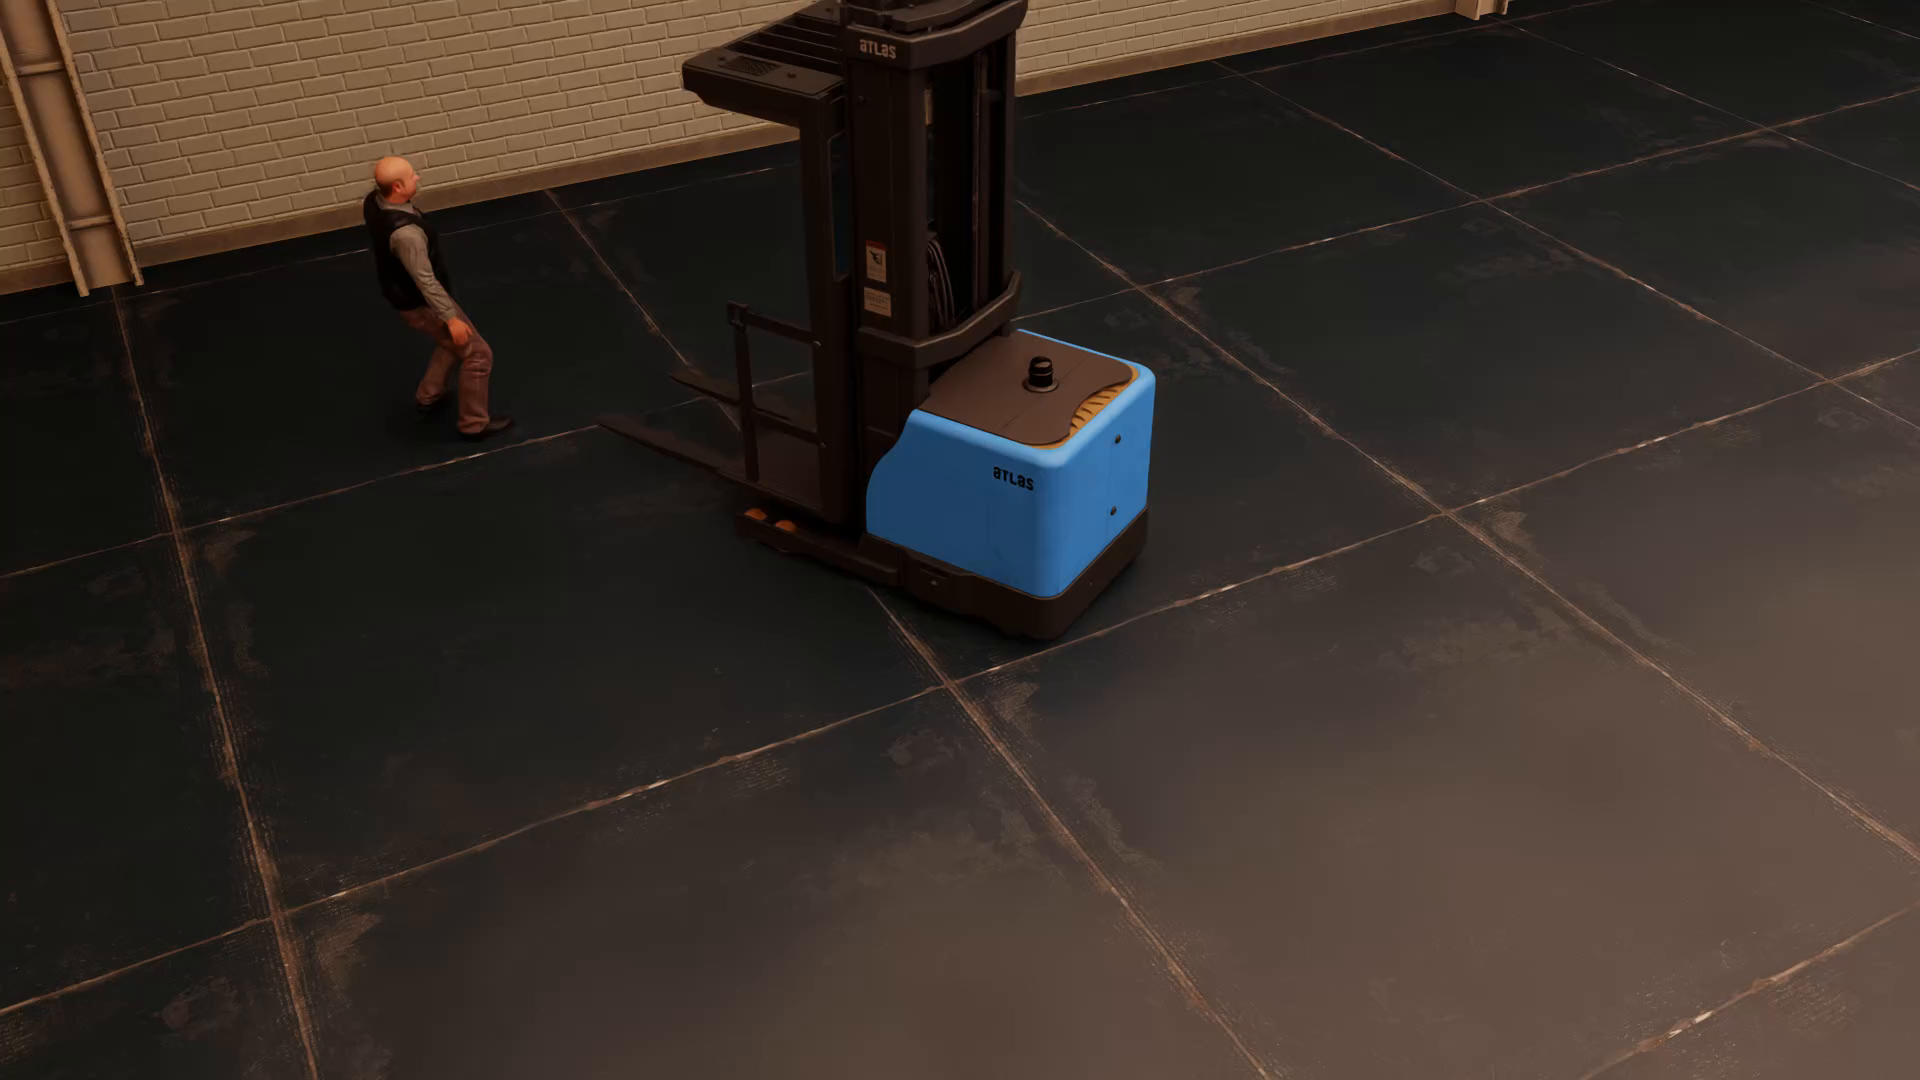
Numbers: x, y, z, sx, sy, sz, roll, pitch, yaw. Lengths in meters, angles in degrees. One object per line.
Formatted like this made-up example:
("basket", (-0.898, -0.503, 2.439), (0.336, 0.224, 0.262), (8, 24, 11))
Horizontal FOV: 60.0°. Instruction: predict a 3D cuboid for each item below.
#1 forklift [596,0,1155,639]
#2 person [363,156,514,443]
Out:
("forklift", (-0.565, -1.370, 8.061), (3.031, 2.935, 1.130), (20, 40, 26))
("person", (-2.880, -1.341, 9.138), (0.513, 1.653, 0.764), (-19, 40, -25))
